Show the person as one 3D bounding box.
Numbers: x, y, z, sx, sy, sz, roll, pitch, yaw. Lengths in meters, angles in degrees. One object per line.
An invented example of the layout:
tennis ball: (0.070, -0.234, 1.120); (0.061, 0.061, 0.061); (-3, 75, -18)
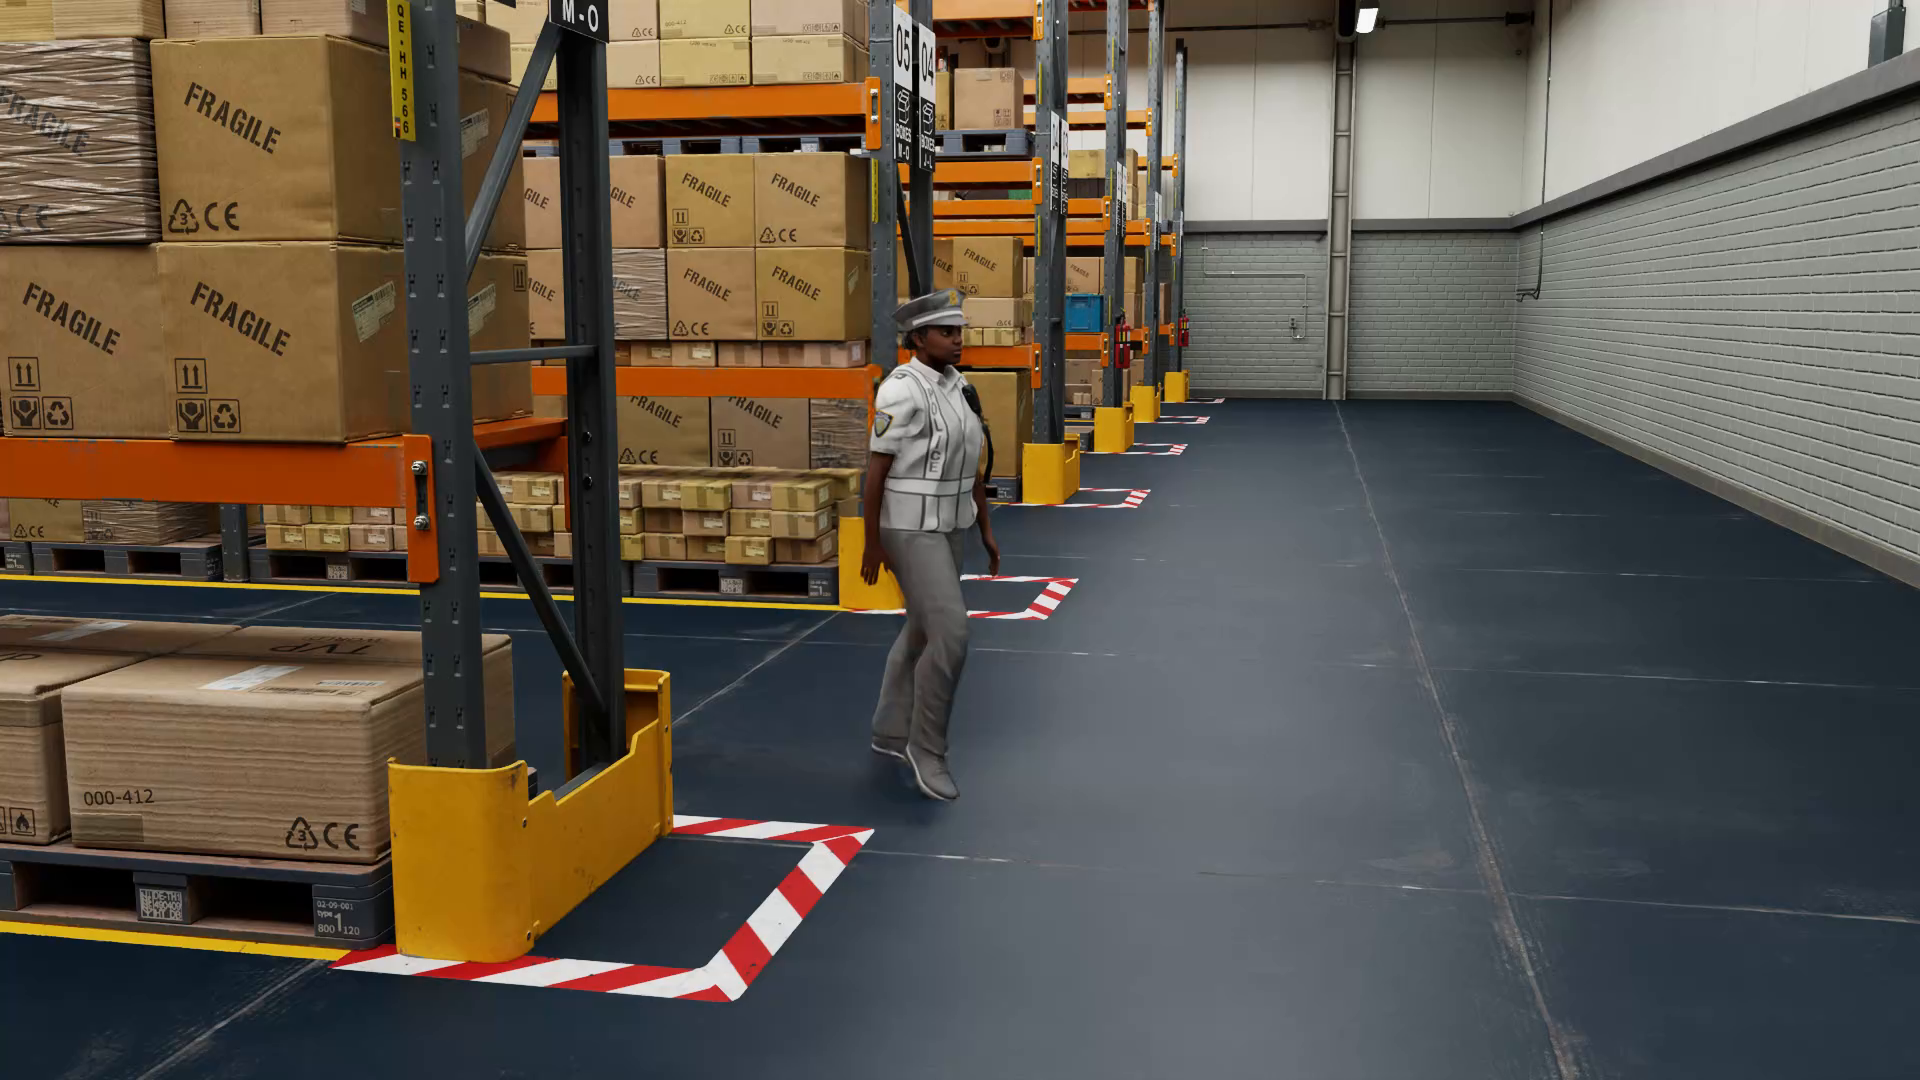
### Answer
person: (-0.111, 0.000, 5.743); (0.522, 1.727, 0.476); (5, 9, 31)
